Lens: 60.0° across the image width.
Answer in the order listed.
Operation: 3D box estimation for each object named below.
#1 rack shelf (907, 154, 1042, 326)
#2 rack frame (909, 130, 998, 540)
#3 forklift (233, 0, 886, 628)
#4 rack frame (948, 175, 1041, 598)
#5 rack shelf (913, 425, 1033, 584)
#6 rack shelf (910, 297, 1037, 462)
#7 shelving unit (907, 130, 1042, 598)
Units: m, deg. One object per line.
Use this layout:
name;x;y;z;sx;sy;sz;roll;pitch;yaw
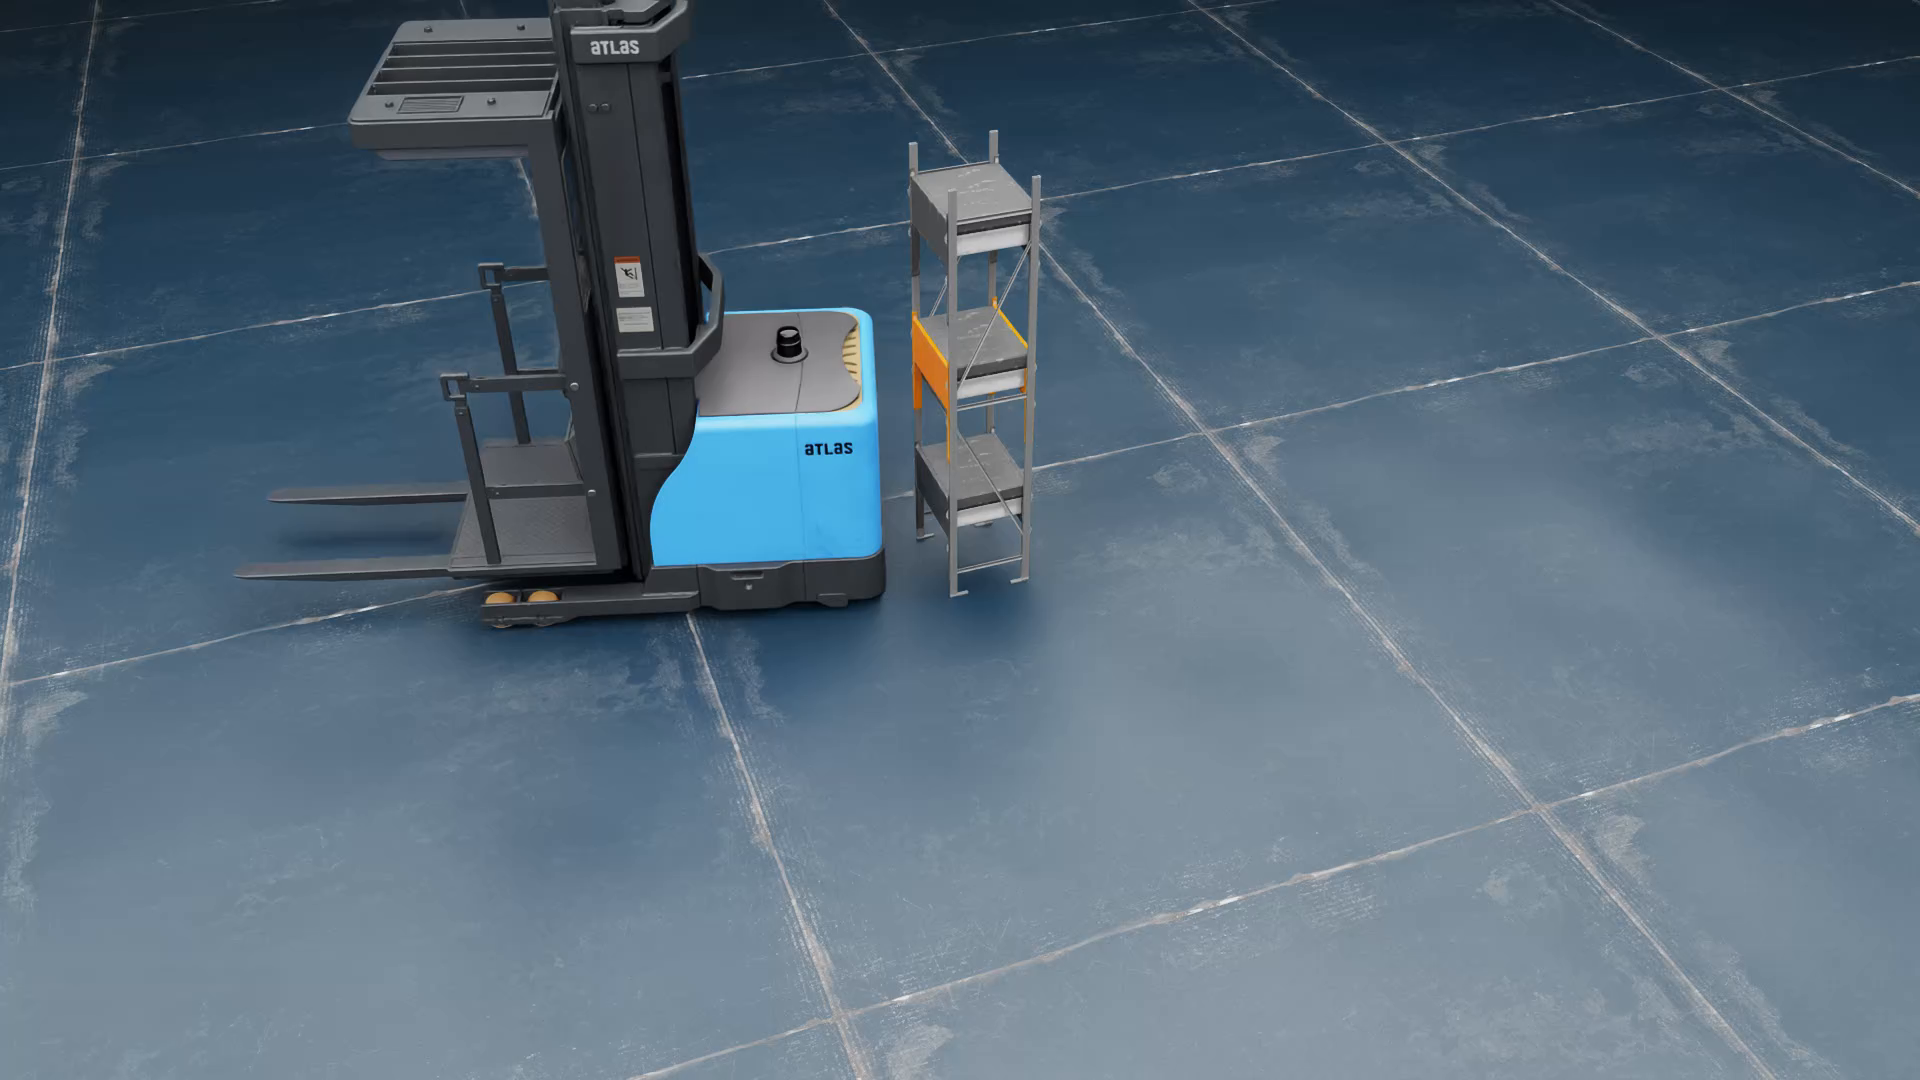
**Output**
rack shelf;0.057;-1.293;7.142;0.431;0.518;0.480;-12;39;-16
rack frame;-0.027;-0.883;7.738;0.400;2.100;0.015;-12;39;-16
forklift;-1.893;-1.091;7.322;3.031;2.935;1.130;-2;37;-3
rack frame;0.141;-0.607;7.372;0.400;2.100;0.015;-12;39;-16
rack shelf;0.057;-0.175;7.984;0.431;0.518;0.480;-12;39;-16
rack shelf;0.057;-0.734;7.563;0.431;0.518;0.480;-12;39;-16
shelving unit;0.057;-0.745;7.555;0.431;2.100;0.503;-12;39;-16
